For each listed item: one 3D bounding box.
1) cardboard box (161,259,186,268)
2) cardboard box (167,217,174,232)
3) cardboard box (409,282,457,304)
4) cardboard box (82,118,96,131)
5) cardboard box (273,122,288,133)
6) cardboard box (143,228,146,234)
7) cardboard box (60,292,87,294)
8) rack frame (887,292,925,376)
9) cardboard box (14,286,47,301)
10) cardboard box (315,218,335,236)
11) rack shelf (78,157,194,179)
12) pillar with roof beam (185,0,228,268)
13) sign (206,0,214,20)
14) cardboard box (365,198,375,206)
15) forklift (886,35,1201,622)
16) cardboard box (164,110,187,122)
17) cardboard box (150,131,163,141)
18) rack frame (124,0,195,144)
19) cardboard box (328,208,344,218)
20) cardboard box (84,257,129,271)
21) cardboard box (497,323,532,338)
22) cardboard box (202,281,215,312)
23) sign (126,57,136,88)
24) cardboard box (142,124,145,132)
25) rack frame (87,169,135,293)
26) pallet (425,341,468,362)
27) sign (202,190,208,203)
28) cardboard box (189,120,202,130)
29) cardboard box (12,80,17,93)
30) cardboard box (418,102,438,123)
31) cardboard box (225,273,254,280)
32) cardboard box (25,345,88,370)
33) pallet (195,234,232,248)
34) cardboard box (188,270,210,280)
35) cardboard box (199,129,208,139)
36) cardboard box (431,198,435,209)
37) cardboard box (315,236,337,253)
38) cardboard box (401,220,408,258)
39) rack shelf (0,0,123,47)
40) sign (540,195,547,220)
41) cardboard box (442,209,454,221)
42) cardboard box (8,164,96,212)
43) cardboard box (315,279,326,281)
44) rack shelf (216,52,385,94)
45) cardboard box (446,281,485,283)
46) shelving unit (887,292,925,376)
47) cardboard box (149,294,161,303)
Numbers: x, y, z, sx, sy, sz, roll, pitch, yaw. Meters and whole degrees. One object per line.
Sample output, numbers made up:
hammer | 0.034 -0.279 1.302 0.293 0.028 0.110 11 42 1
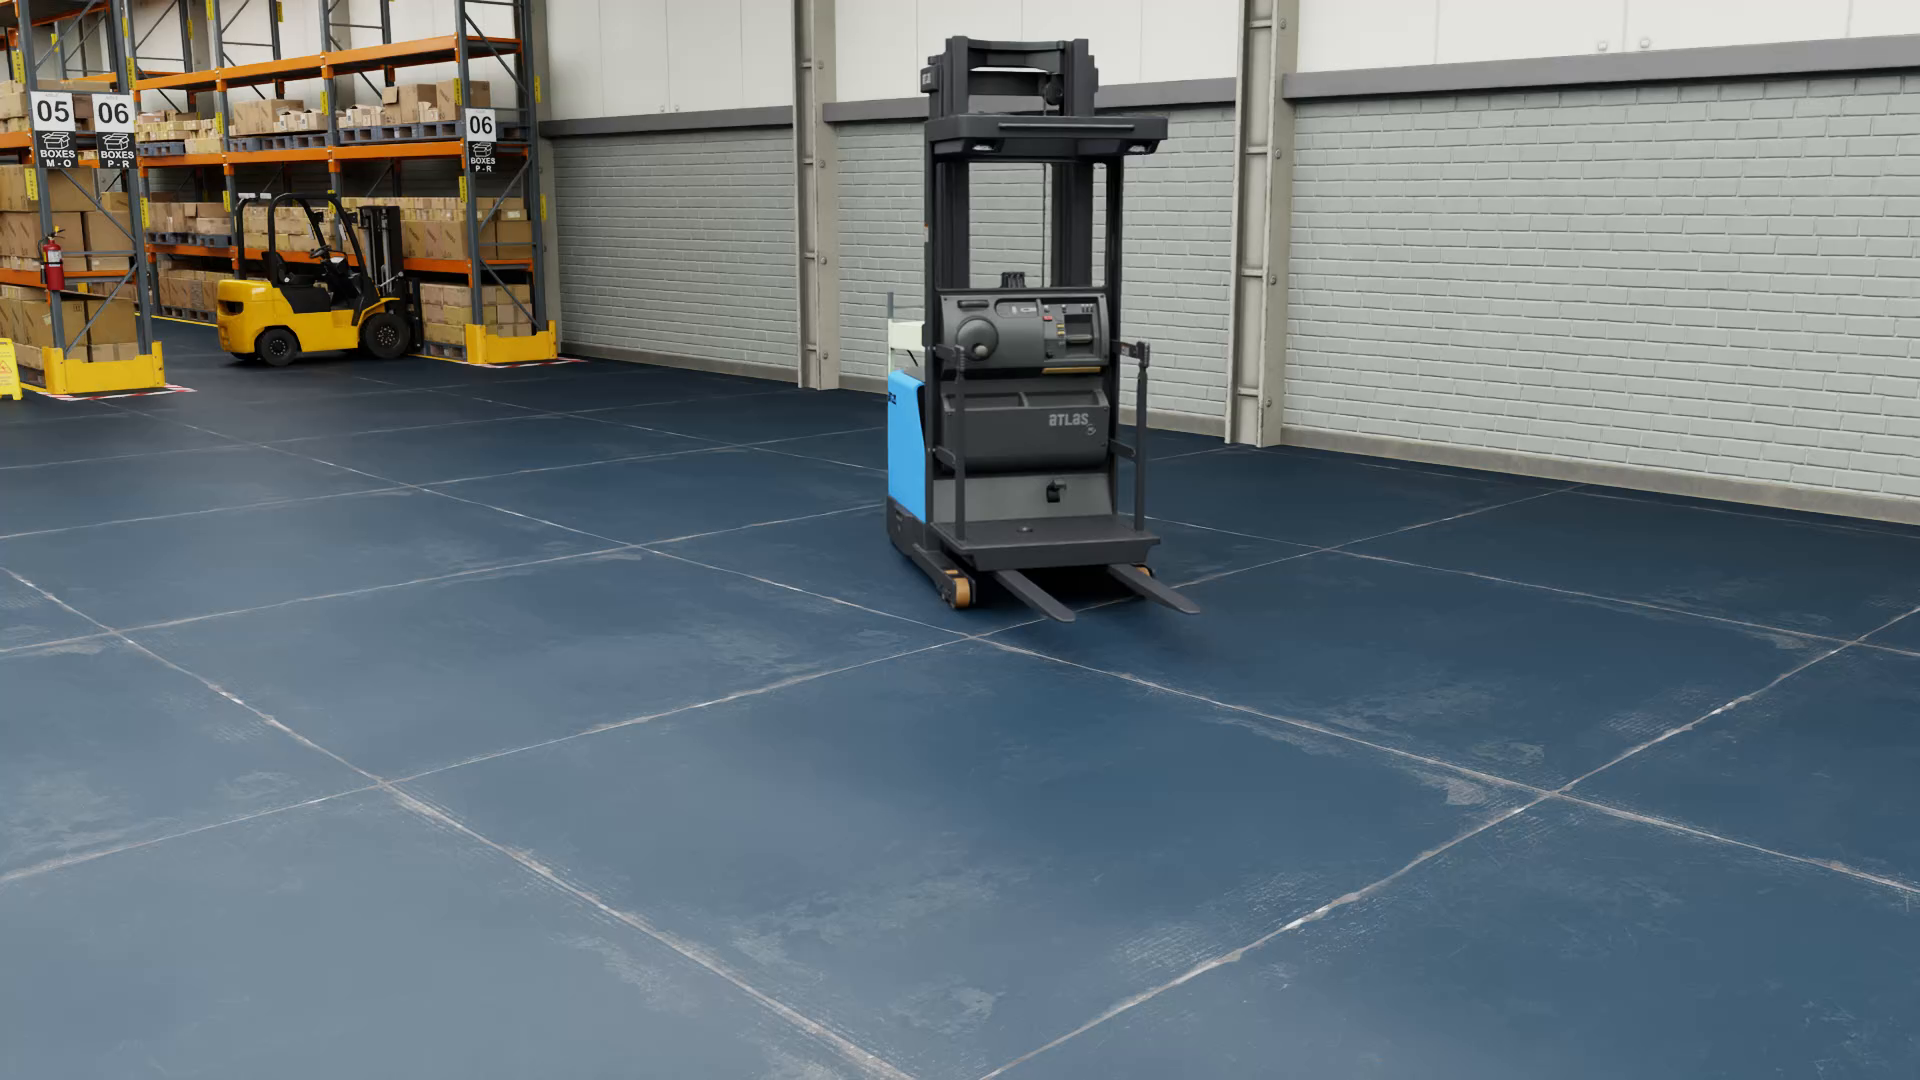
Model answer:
cardboard box | -14.087 -4.952 29.825 0.380 0.149 0.250 -11 16 -44
cardboard box | -13.504 -5.472 28.831 0.396 0.266 0.258 -10 15 -40
cardboard box | -7.155 -3.356 22.561 0.500 0.250 0.500 -11 16 -42
cardboard box | -9.481 -4.585 18.420 0.380 0.149 0.250 -11 16 -42
cardboard box | -10.173 -6.253 25.227 0.380 0.149 0.250 -11 16 -43
cardboard box | -14.714 -5.701 30.284 0.500 0.250 0.500 -10 16 -41
cardboard box | -10.941 -2.758 20.279 0.500 0.500 0.500 -10 15 -40
rack frame | -0.309 -0.902 11.073 0.400 1.500 0.023 -9 15 -36
cardboard box | -10.531 -2.814 18.943 0.380 0.149 0.250 -10 15 -41
cardboard box | -9.185 -4.628 24.576 0.500 0.250 0.500 -11 16 -44
rack shelf | -15.567 -6.997 31.290 1.077 0.370 4.000 -11 16 -43
pillar with roof beam | -17.129 -8.154 27.689 9.100 9.000 0.400 -11 16 -43
sign | -11.810 -8.362 26.189 0.100 0.325 0.005 -11 16 -43
cardboard box | -8.124 -4.732 23.354 0.380 0.149 0.250 -10 16 -41
forklift | 0.411 -1.162 8.790 1.130 2.935 3.031 -3 12 -14
cardboard box | -13.925 -7.503 29.532 0.396 0.266 0.258 -11 16 -43
cardboard box | -13.755 -6.976 28.736 0.380 0.149 0.250 -11 16 -42
rack frame | -14.186 -8.527 29.498 1.000 3.000 0.127 -11 16 -43
cardboard box | -9.058 -4.807 24.453 0.380 0.149 0.250 -10 15 -41
cardboard box | -9.571 -3.100 18.649 0.380 0.149 0.250 -11 16 -42
cardboard box | -6.097 -2.795 22.318 0.500 0.250 0.500 -11 16 -42
cardboard box | -12.573 -4.168 28.365 0.500 0.500 0.500 -10 15 -40
sign | -9.094 -5.118 18.219 0.100 0.325 0.005 -11 16 -43
cardboard box | -14.061 -7.201 29.095 0.380 0.149 0.250 -11 16 -42
rack frame | -16.949 -6.172 32.937 1.000 3.000 0.127 -11 16 -43
pallet | -6.458 -2.577 22.398 1.003 0.211 1.213 -11 16 -43
sign | -13.787 -6.234 30.365 0.100 0.325 0.005 -11 16 -43
cardboard box | -12.595 -6.903 27.698 0.380 0.149 0.250 -11 16 -44
cardboard box | -10.084 -4.933 18.134 0.380 0.149 0.250 -11 16 -42
cardboard box | -6.866 -5.611 21.823 0.396 0.266 0.258 -11 16 -42
cardboard box | -11.948 -4.341 27.593 0.250 0.149 0.380 11 16 42
cardboard box | -10.256 -2.088 18.886 0.500 0.250 0.500 -11 16 -43
pallet | -11.943 -5.000 27.722 1.213 0.211 1.003 -11 16 -43
cardboard box | -13.184 -4.616 28.931 0.380 0.149 0.250 -10 15 -41
cardboard box | -12.374 -6.727 27.577 0.380 0.149 0.250 -11 16 -43
cardboard box | -6.810 -4.485 22.156 0.380 0.149 0.250 -11 16 -42
cardboard box | -9.199 -4.385 24.632 0.500 0.250 0.500 -10 16 -41
cardboard box | -7.490 -4.145 22.849 0.500 0.500 0.500 -11 16 -42
rack shelf | -10.868 -6.021 19.127 1.077 0.370 4.000 -11 16 -43
sign | -5.494 -4.377 21.879 0.100 0.325 0.005 -11 16 -43
cardboard box | -6.539 -4.249 21.745 0.380 0.149 0.250 -11 16 -42
cardboard box | -9.997 -3.874 18.316 0.500 0.500 0.700 11 16 44
cardboard box | -10.081 -3.762 26.082 0.625 0.625 0.875 11 16 43
rack shelf | -10.043 -7.103 25.361 1.077 0.370 4.000 -11 16 -43
cardboard box | -6.779 -3.429 22.919 0.500 0.250 0.500 -11 16 -43
shelving unit | -0.087 -0.843 10.788 0.431 1.500 0.755 -9 15 -36
cardboard box | -14.783 -4.438 30.545 0.250 0.149 0.380 11 16 43
